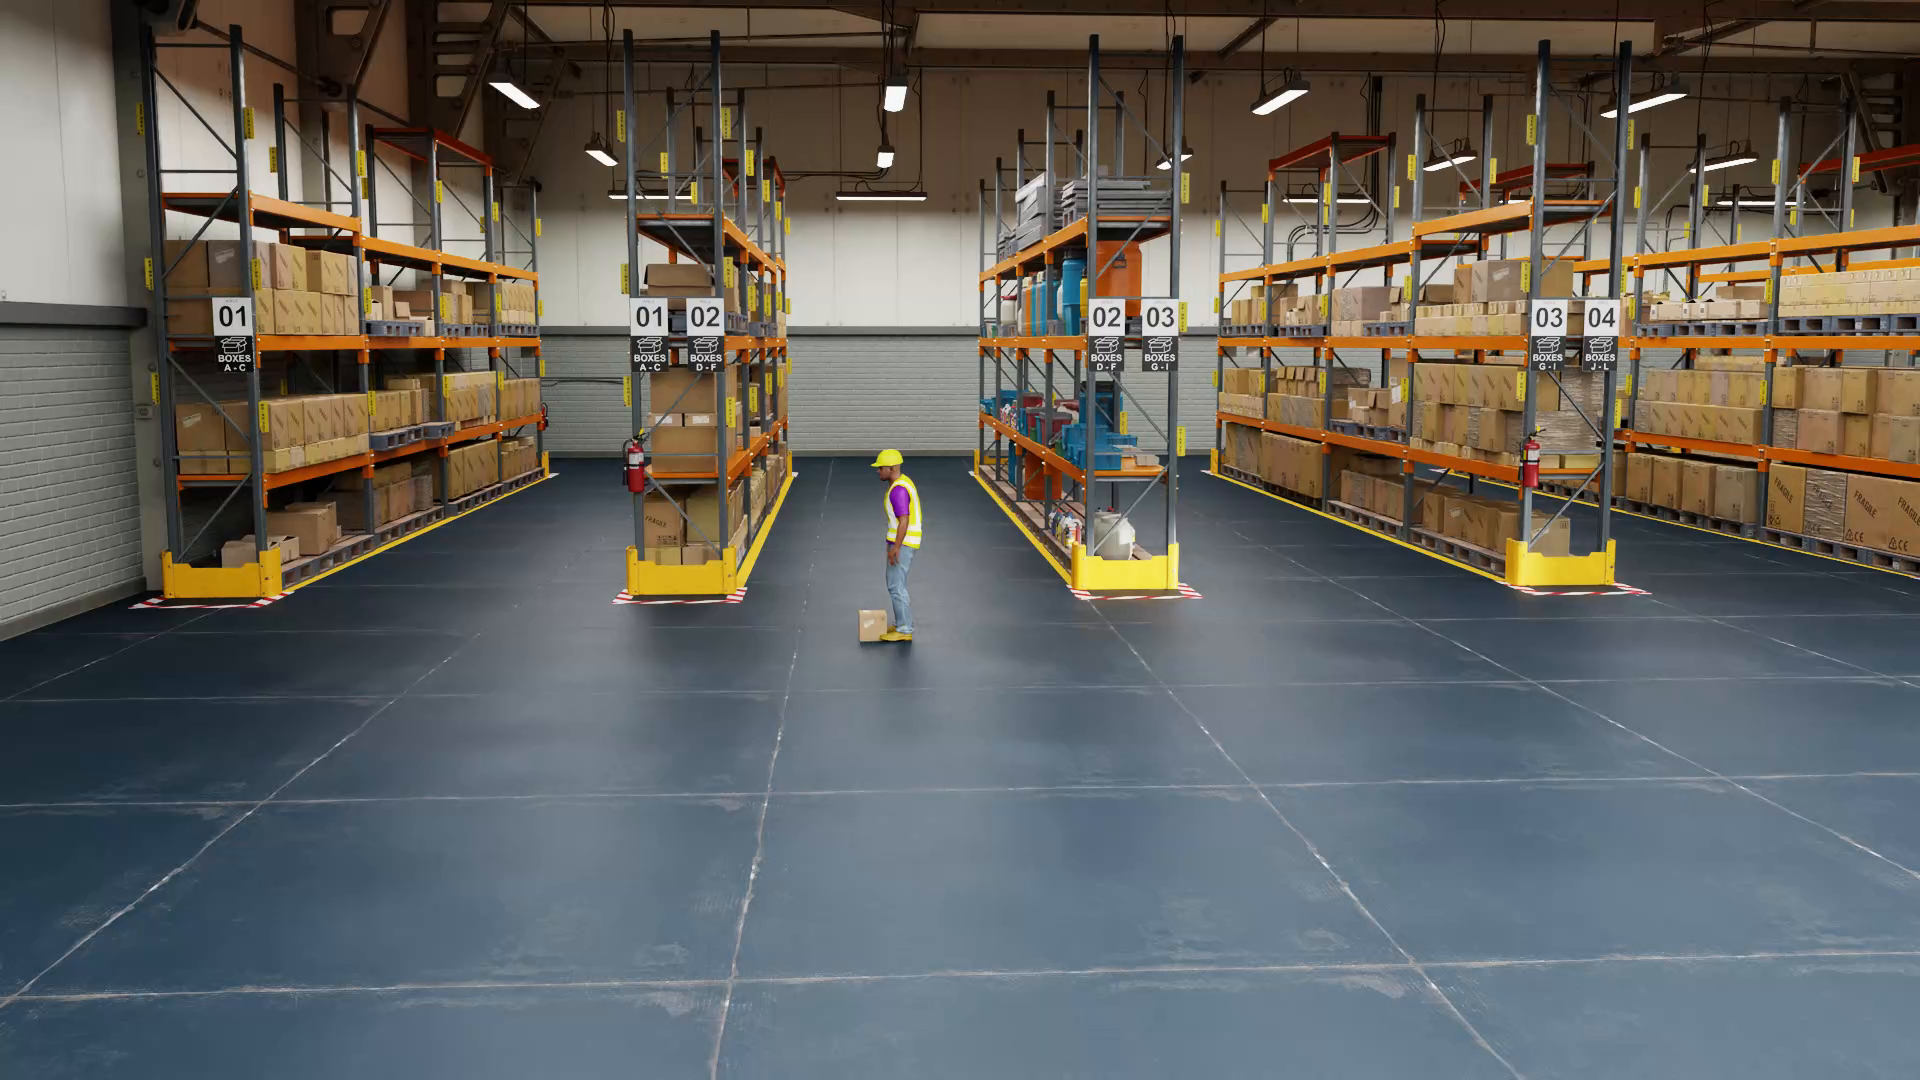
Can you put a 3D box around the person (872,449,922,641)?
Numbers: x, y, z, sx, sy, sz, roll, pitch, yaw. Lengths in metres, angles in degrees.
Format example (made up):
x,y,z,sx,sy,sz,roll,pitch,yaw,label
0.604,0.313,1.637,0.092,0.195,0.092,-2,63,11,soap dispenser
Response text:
x,y,z,sx,sy,sz,roll,pitch,yaw,label
-0.582,0.039,15.334,0.458,1.761,0.628,0,7,-3,person
